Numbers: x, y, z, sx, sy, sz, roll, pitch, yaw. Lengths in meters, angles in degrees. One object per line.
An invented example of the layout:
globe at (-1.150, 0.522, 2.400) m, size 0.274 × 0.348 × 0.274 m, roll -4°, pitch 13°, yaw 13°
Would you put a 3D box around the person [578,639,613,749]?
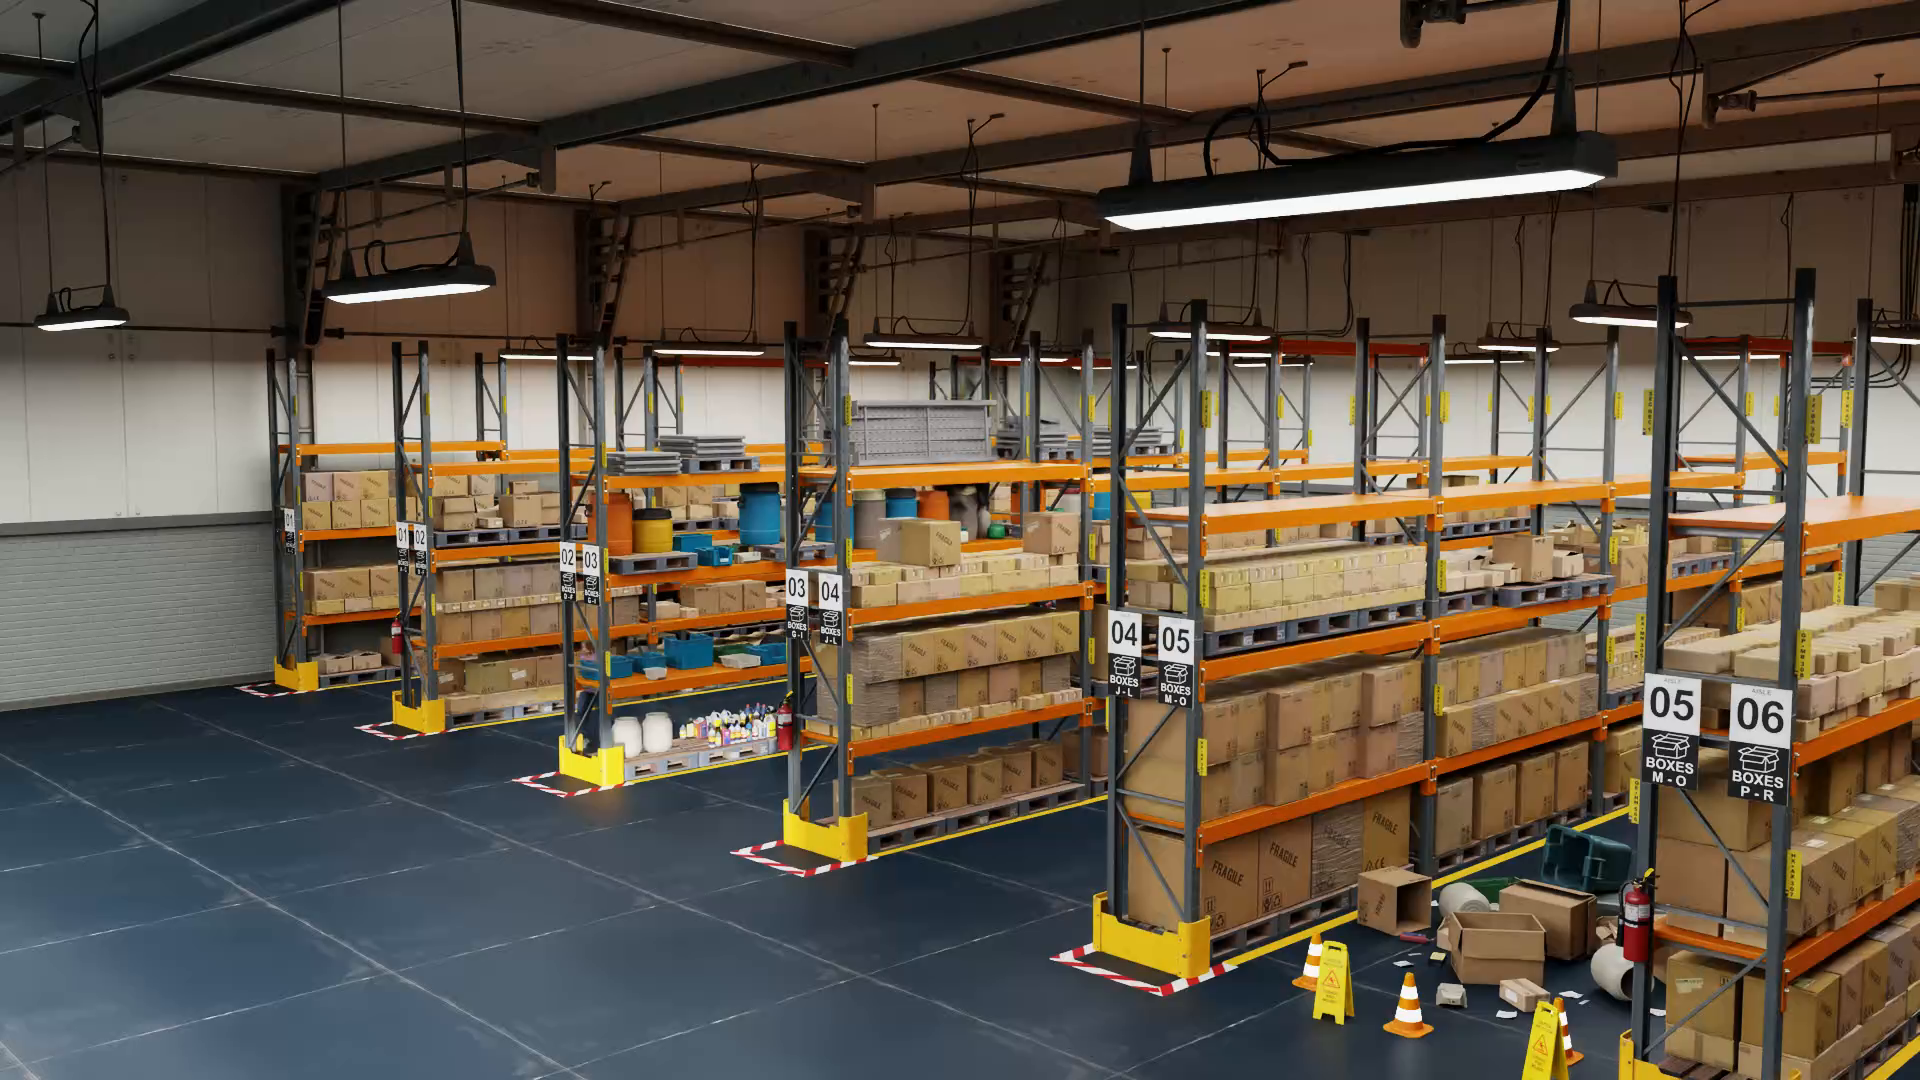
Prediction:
person at (-5.414, 2.258, 24.562) m, size 0.477 × 1.638 × 0.826 m, roll 2°, pitch 5°, yaw 21°
